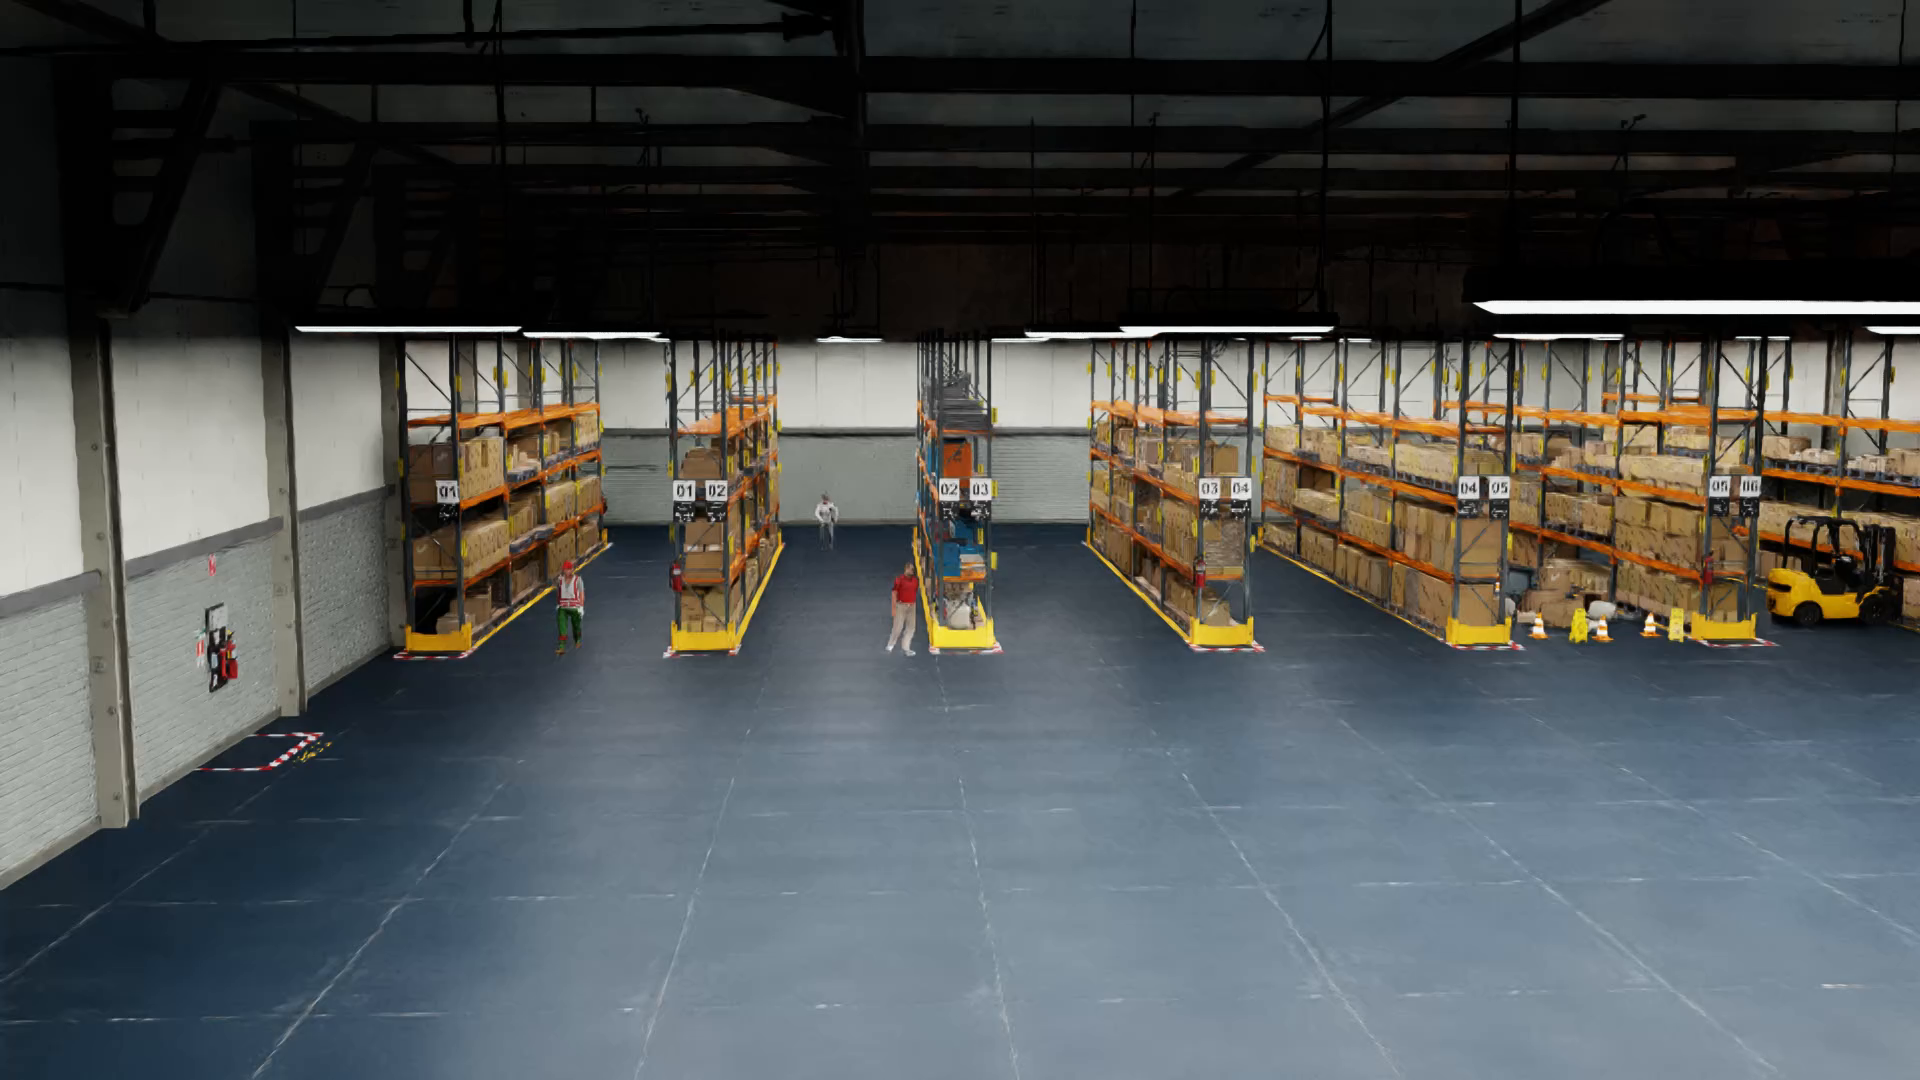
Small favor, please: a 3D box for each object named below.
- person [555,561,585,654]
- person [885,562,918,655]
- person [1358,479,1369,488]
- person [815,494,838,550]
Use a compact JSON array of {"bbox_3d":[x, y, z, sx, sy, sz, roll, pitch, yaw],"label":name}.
[{"bbox_3d":[-7.246,1.227,30.868,0.550,1.709,1.128,-1,7,-5],"label":"person"},{"bbox_3d":[-1.079,1.253,30.788,0.601,1.714,0.567,-5,9,-38],"label":"person"},{"bbox_3d":[12.702,-1.200,52.111,0.474,1.587,0.501,5,8,35],"label":"person"},{"bbox_3d":[-3.702,-0.504,46.152,0.622,1.607,0.763,0,7,2],"label":"person"}]
